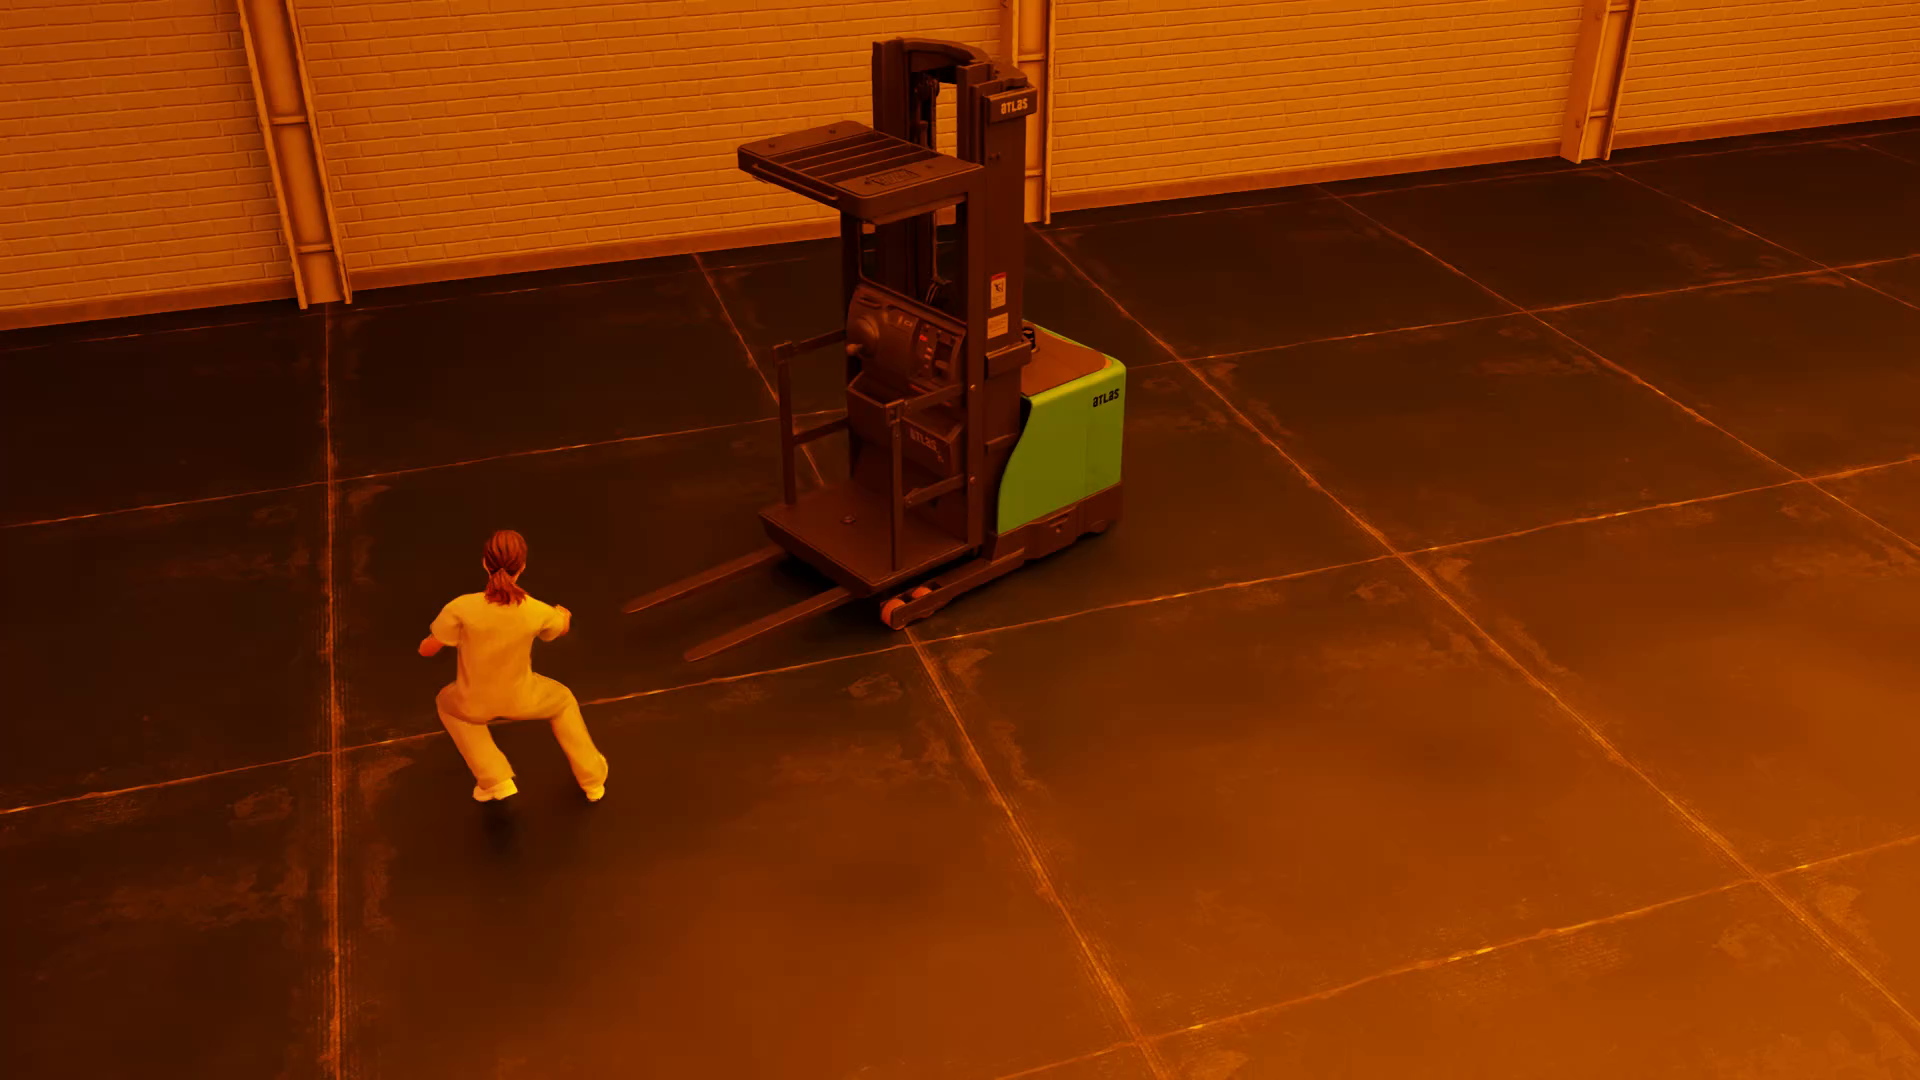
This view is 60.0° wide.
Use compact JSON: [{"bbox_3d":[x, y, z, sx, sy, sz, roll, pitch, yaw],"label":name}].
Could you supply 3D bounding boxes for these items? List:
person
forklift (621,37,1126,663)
[{"bbox_3d":[-2.038,0.575,7.506,0.754,1.510,0.666,-8,31,-14],"label":"person"},{"bbox_3d":[-0.461,-1.072,8.951,3.031,2.935,1.130,-23,37,-34],"label":"forklift"}]
